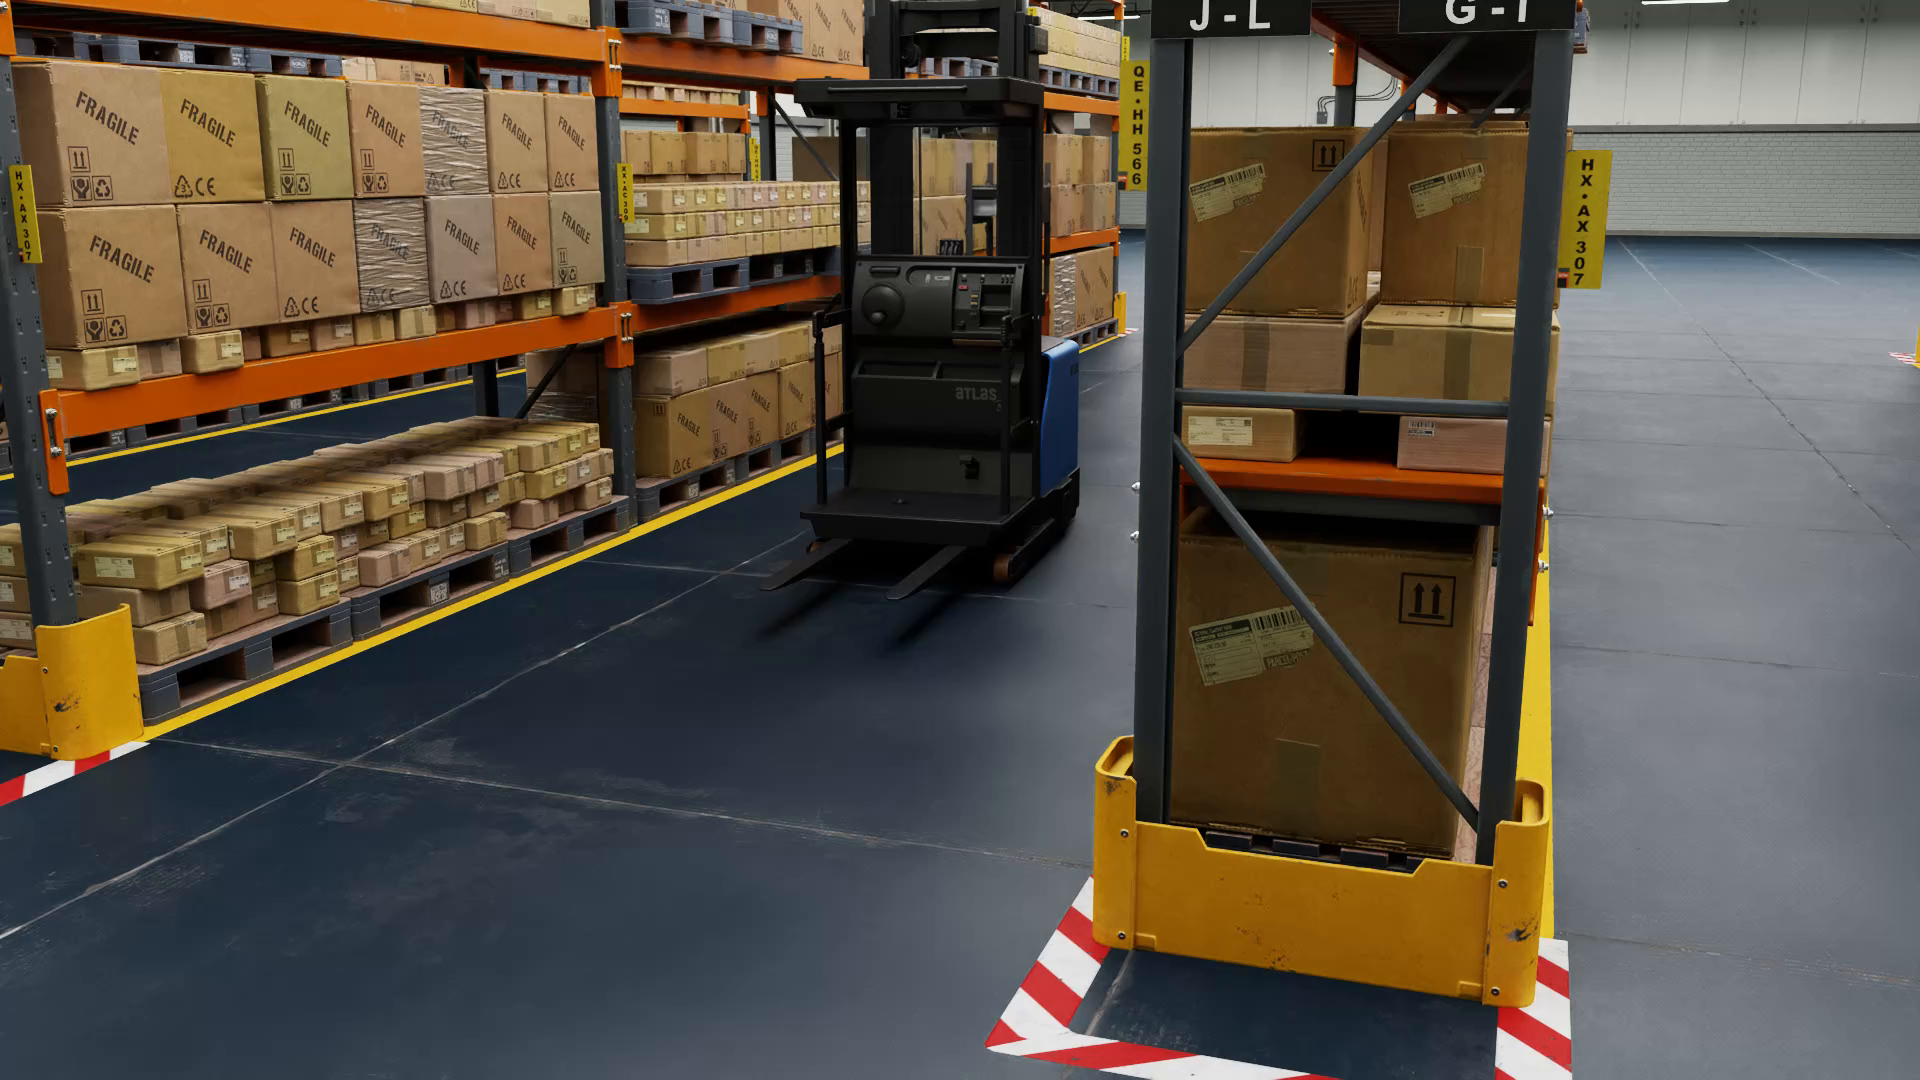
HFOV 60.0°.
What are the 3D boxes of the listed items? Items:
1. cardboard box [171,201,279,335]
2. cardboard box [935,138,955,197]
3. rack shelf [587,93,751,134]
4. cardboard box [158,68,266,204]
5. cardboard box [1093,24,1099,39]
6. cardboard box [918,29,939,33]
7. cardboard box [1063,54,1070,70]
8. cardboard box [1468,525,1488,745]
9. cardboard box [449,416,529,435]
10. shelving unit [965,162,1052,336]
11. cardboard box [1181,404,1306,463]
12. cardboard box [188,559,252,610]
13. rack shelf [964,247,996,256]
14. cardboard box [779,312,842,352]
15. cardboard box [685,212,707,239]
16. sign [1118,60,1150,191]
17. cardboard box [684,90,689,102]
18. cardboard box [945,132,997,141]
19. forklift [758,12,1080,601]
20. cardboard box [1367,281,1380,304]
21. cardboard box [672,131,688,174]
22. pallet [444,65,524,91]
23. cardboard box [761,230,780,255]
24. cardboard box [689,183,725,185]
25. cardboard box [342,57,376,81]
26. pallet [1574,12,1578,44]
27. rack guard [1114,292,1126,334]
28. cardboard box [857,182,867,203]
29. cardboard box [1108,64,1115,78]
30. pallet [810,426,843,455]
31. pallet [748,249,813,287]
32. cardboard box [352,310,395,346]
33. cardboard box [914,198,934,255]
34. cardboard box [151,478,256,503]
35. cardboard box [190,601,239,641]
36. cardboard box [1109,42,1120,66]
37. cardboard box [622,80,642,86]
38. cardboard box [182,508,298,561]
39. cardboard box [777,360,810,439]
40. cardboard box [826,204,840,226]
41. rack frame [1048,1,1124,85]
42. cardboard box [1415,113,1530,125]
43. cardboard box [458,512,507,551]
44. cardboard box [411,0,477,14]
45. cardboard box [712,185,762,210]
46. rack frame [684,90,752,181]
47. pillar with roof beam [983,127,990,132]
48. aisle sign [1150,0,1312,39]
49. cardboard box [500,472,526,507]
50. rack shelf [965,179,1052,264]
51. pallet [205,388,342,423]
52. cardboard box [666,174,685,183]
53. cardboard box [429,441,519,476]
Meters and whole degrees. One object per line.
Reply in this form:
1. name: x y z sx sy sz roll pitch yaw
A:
1. cardboard box: -3.136 -1.107 6.702 0.500 0.500 0.500 4 14 19
2. cardboard box: -0.457 -3.360 14.998 0.700 0.500 0.500 4 14 18
3. rack shelf: -3.879 -5.118 20.047 1.077 0.370 4.000 4 14 18
4. cardboard box: -3.138 -1.587 6.560 0.500 0.500 0.500 5 14 20
5. cardboard box: 1.368 -5.766 18.871 0.380 0.149 0.250 4 14 19
6. cardboard box: -0.499 -4.293 13.983 0.500 0.250 0.500 5 14 20
7. cardboard box: 0.958 -5.110 17.791 0.380 0.149 0.250 4 13 17
8. cardboard box: 1.394 0.154 5.904 0.875 0.875 0.875 4 14 18
9. cardboard box: -2.705 -0.613 9.559 0.380 0.149 0.250 5 14 21
10. shelving unit: 0.300 -1.271 10.338 0.431 2.100 0.503 4 13 16
11. cardboard box: 0.772 -0.321 4.720 0.380 0.149 0.250 5 14 19
12. cardboard box: -3.138 0.171 6.792 0.380 0.149 0.250 4 14 18
13. rack shelf: -0.456 -2.478 15.222 1.077 0.370 4.000 4 14 18
14. cardboard box: -1.077 -1.597 12.732 0.500 0.250 0.500 4 13 17
15. cardboard box: -1.753 -1.898 10.013 0.380 0.149 0.250 4 13 17
16. sign: 0.460 -1.067 4.288 0.100 0.325 0.005 4 14 18
17. cardboard box: -3.523 -5.405 20.250 0.380 0.149 0.250 4 13 17
18. cardboard box: 0.343 -3.925 17.180 0.875 0.550 0.550 4 14 18
19. forklift: -0.174 -1.263 8.578 1.129 2.867 3.031 4 13 16
20. cardboard box: 1.203 -0.752 5.711 0.500 0.250 0.500 4 13 16
21. cardboard box: -3.722 -4.670 20.066 0.700 0.500 0.500 4 14 18
22. pallet: -5.159 -4.615 16.649 1.213 0.211 1.003 4 14 18
23. cardboard box: -1.418 -1.973 11.013 0.380 0.149 0.250 4 13 17
24. cardboard box: -1.860 -2.420 11.634 0.380 0.149 0.250 5 14 20
25. cardboard box: -5.475 -4.248 14.919 0.396 0.266 0.258 4 14 18
26. pallet: 3.040 -3.025 9.683 1.003 0.211 1.213 5 14 21
27. rack guard: 1.493 -2.879 20.977 1.175 0.500 0.348 4 14 18
28. cardboard box: -0.912 -2.591 12.385 0.380 0.149 0.250 4 14 18
29. cardboard box: 1.616 -5.538 19.668 0.380 0.149 0.250 4 14 19
30. pallet: -1.358 -0.884 12.887 1.003 0.211 1.213 4 14 18
31. pallet: -1.705 -1.895 11.480 1.003 0.211 1.213 4 14 18
32. cardboard box: -2.821 -0.978 7.596 0.380 0.149 0.250 5 14 20
33. cardboard box: -0.541 -2.639 14.085 0.500 0.500 0.500 4 14 18
34. cardboard box: -3.483 -0.181 7.667 0.380 0.149 0.250 5 14 20
35. cardboard box: -3.212 0.313 6.837 0.380 0.149 0.250 4 14 18
36. cardboard box: 1.591 -5.757 19.729 0.500 0.250 0.500 5 14 19
37. cardboard box: -3.966 -5.302 18.903 0.500 0.250 0.500 4 14 18
38. cardboard box: -3.023 -0.025 6.982 0.380 0.149 0.250 4 14 18
39. cardboard box: -1.396 -1.015 11.868 0.500 0.500 0.500 4 13 16
40. cardboard box: -1.081 -2.334 11.925 0.380 0.149 0.250 4 14 19
41. rack frame: 1.485 -7.017 20.010 1.000 3.000 0.127 4 14 18
42. cardboard box: 4.462 -3.212 14.527 1.000 1.000 1.000 4 14 19
43. cardboard box: -2.537 -0.056 8.454 0.380 0.149 0.250 4 14 18
44. cardboard box: -2.637 -2.621 7.827 0.500 0.250 0.500 4 14 18
45. cardboard box: -1.500 -2.207 10.701 0.380 0.149 0.250 4 14 18
46. rack frame: -3.232 -4.428 22.145 1.000 3.000 0.127 4 14 18
47. pillar with roof beam: 4.773 -13.634 48.999 9.100 9.000 0.548 4 14 18
48. aisle sign: 0.661 -1.619 3.998 0.394 0.787 0.004 4 14 18
49. cardboard box: -2.519 -0.275 8.747 0.380 0.149 0.250 4 14 19
50. rack shelf: 0.300 -1.940 10.185 0.431 0.518 0.480 4 13 16
51. pallet: -6.146 -1.223 14.372 1.003 0.211 1.213 4 14 18
52. cardboard box: -3.660 -4.172 20.131 0.500 0.500 0.500 5 14 19
53. cardboard box: -2.543 -0.418 8.706 0.380 0.149 0.250 5 14 20
